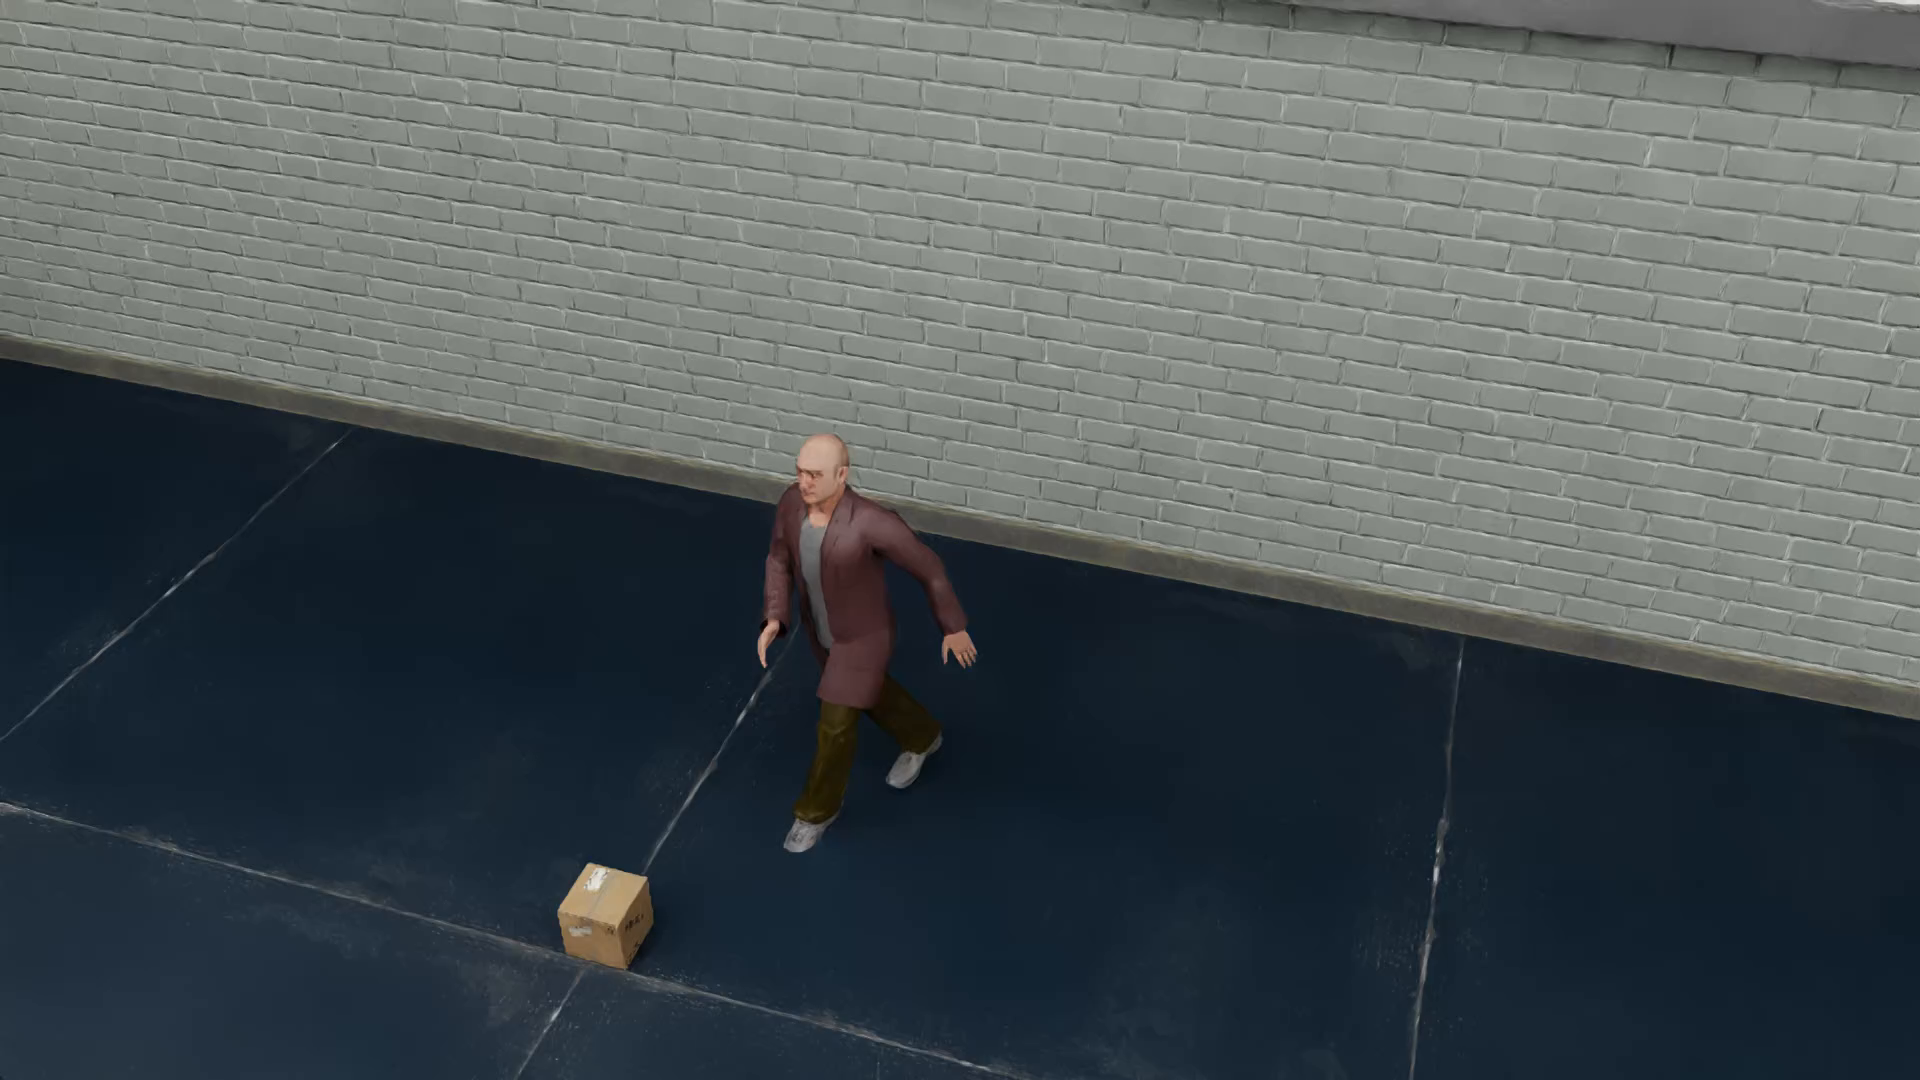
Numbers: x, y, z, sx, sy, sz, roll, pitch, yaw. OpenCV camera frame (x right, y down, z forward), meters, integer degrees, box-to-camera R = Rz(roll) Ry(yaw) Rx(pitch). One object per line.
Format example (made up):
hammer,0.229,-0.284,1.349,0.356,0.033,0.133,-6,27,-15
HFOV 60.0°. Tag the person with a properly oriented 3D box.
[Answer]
person,-0.399,0.413,6.436,0.905,1.805,0.749,-31,46,-35
